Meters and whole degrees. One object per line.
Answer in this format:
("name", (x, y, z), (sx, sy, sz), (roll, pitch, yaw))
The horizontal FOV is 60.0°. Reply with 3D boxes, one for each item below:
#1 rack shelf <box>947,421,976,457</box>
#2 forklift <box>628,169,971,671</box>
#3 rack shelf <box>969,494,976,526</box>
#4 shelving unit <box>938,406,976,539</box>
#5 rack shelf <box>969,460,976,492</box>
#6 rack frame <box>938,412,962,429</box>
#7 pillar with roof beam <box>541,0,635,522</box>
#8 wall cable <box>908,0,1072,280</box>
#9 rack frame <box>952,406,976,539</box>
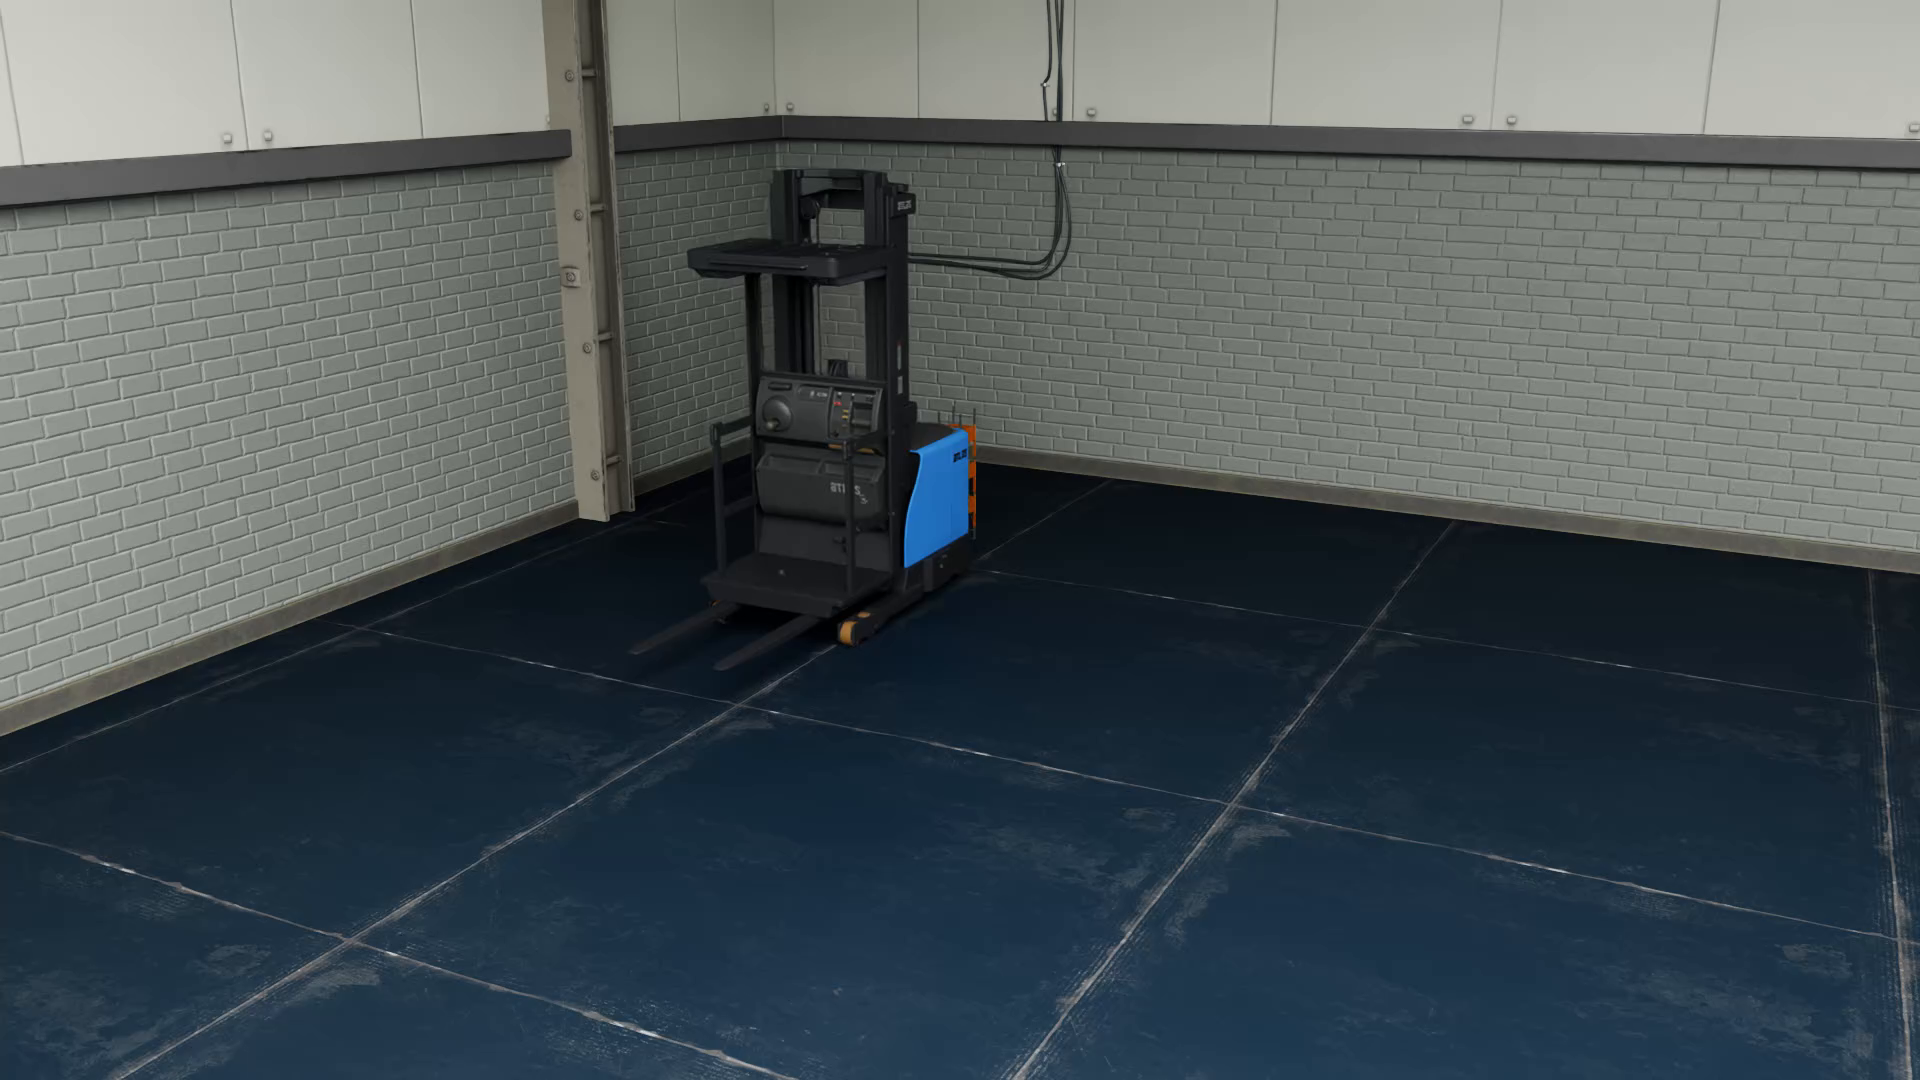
("rack shelf", (-0.024, -0.752, 12.751), (0.215, 0.259, 0.240), (8, 18, 25))
("forklift", (-1.024, -0.862, 10.779), (1.130, 2.935, 3.031), (8, 18, 25))
("rack shelf", (-0.024, -0.213, 12.911), (0.215, 0.259, 0.240), (8, 18, 25))
("shelving unit", (-0.024, -0.490, 12.829), (0.215, 1.050, 0.252), (8, 18, 25))
("rack shelf", (-0.024, -0.479, 12.832), (0.215, 0.259, 0.240), (8, 18, 25))
("rack frame", (-0.078, -0.459, 12.724), (0.200, 1.050, 0.008), (8, 18, 25))
("pillar with roof beam", (0.923, -3.984, 10.633), (9.100, 9.000, 0.400), (8, 18, 25))
("wall cable", (-0.429, -3.625, 14.879), (3.097, 2.526, 0.112), (8, 18, 25))
("rack frame", (0.031, -0.521, 12.934), (0.200, 1.050, 0.008), (8, 18, 25))
